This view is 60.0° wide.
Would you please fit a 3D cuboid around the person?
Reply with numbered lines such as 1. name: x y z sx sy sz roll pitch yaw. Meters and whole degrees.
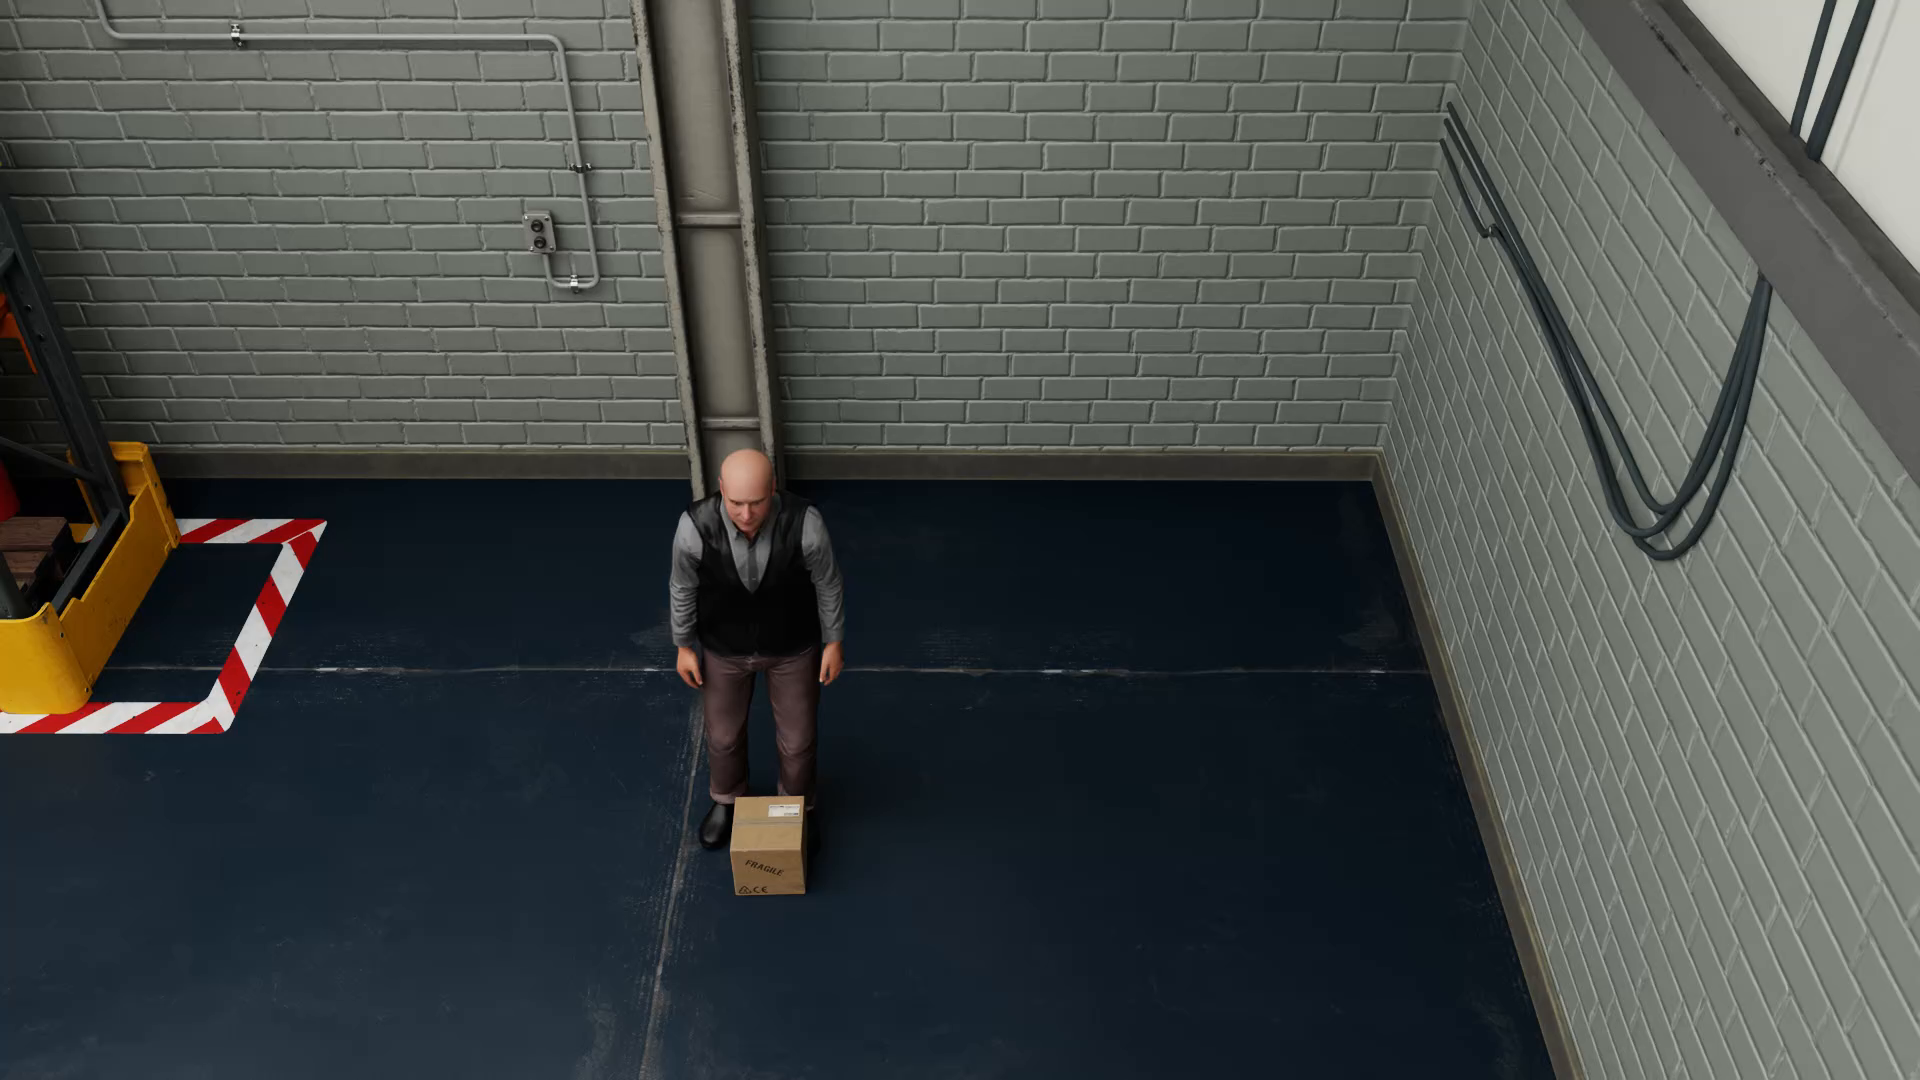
1. person: -0.684 0.370 5.721 0.589 1.721 0.464 -1 39 -2
